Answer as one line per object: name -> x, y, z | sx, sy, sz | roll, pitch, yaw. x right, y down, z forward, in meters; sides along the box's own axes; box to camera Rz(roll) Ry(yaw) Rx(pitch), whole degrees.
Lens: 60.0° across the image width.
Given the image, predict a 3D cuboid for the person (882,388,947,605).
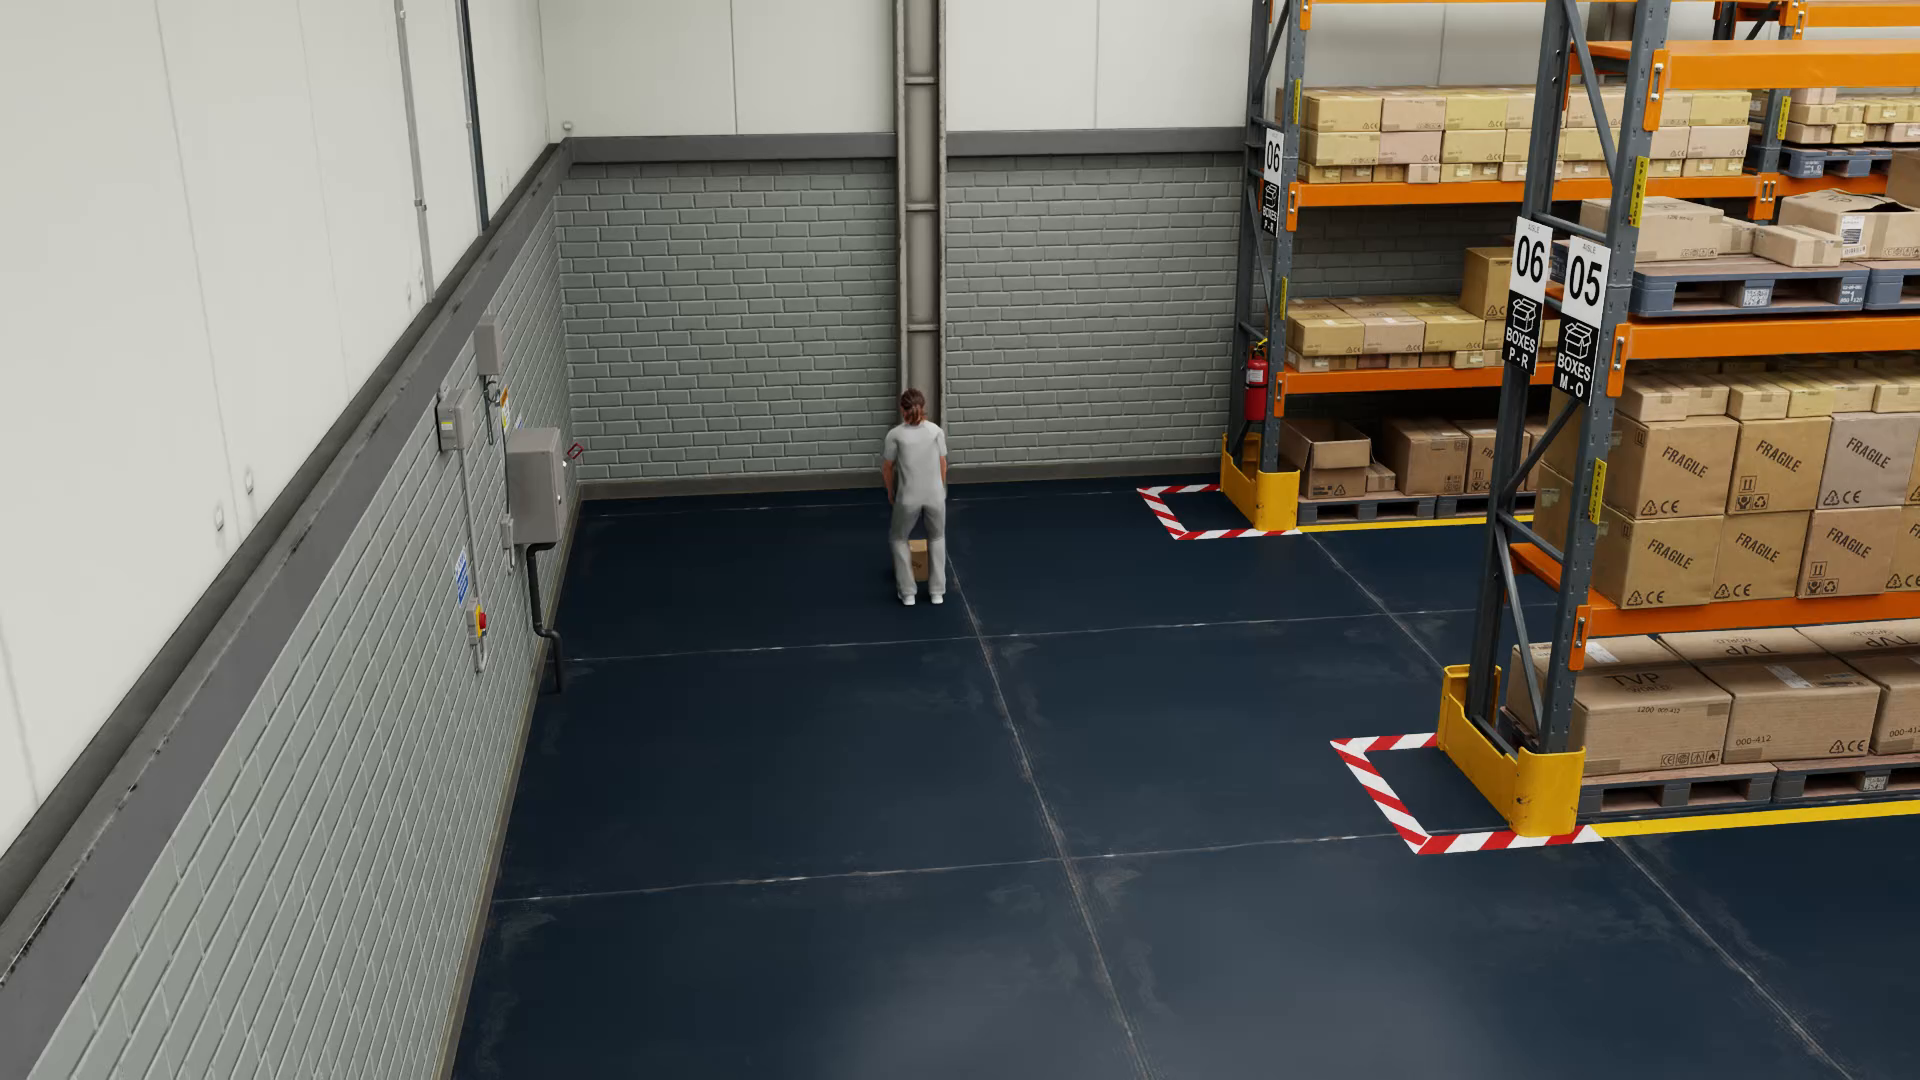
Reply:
person -> -0.325, -0.304, 12.070 | 0.475, 1.573, 0.467 | -2, 20, -7
